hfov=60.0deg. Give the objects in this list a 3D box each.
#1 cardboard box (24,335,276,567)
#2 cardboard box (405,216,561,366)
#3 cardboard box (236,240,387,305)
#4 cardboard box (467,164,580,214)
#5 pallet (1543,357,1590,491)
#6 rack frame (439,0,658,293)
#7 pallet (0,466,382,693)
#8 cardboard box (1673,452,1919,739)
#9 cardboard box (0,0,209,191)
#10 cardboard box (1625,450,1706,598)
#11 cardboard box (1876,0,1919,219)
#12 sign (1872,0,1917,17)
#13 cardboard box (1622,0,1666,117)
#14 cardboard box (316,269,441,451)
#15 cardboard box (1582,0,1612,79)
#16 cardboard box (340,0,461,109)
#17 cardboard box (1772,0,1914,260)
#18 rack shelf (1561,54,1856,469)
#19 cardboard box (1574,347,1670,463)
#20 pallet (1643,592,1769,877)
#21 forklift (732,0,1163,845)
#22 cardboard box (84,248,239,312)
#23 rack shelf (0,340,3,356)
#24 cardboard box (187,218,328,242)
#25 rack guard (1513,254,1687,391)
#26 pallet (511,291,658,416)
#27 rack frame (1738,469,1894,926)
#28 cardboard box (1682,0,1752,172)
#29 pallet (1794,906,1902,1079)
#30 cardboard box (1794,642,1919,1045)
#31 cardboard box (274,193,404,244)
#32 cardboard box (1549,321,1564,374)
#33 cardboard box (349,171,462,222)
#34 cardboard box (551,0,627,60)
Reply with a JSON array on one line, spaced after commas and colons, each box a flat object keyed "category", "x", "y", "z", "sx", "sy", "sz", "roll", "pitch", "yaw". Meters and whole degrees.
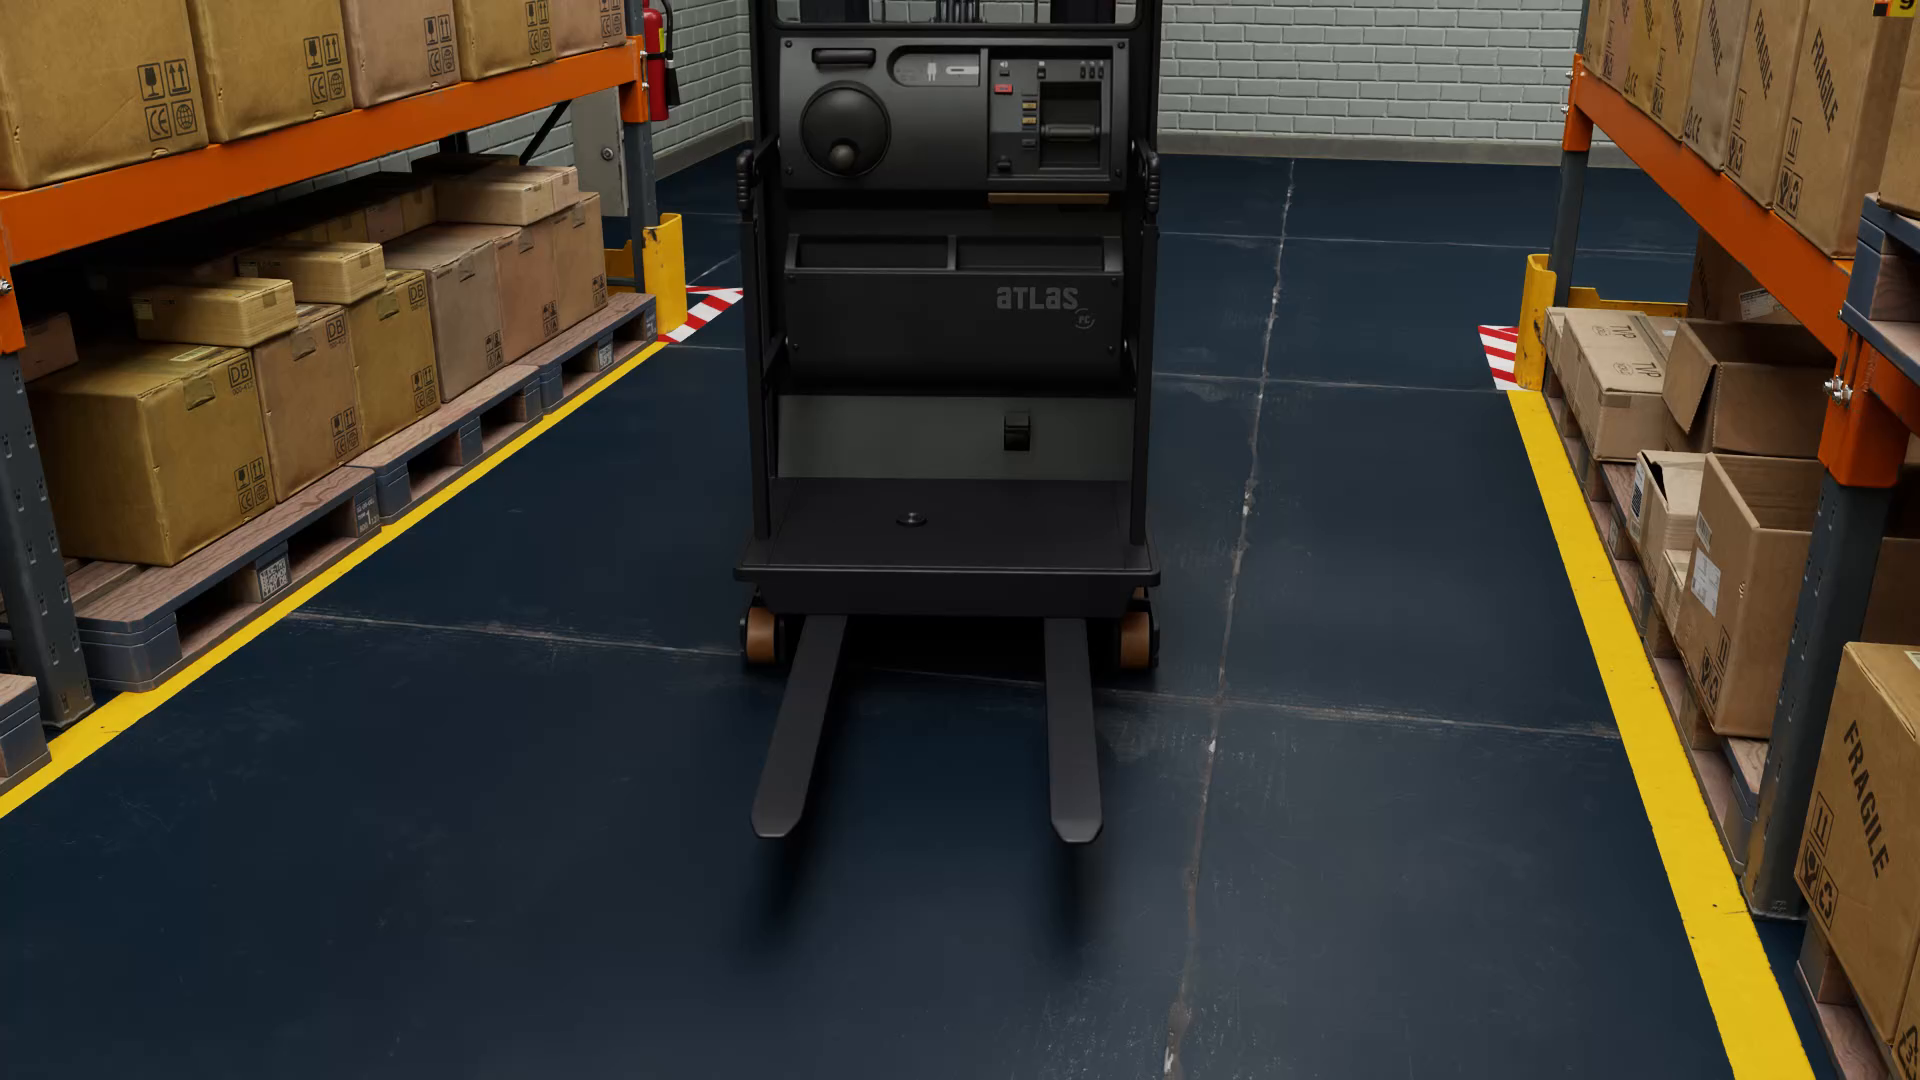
[{"category": "cardboard box", "x": -2.468, "y": -0.273, "z": 4.801, "sx": 0.700, "sy": 0.500, "sz": 0.500, "roll": 5, "pitch": 22, "yaw": 12}, {"category": "cardboard box", "x": -2.052, "y": -1.024, "z": 6.664, "sx": 0.700, "sy": 0.500, "sz": 0.500, "roll": 4, "pitch": 22, "yaw": 11}, {"category": "cardboard box", "x": -2.113, "y": -0.876, "z": 5.430, "sx": 0.380, "sy": 0.149, "sz": 0.250, "roll": 4, "pitch": 22, "yaw": 9}, {"category": "cardboard box", "x": -1.797, "y": -1.447, "z": 6.846, "sx": 0.380, "sy": 0.149, "sz": 0.250, "roll": 4, "pitch": 22, "yaw": 10}, {"category": "pallet", "x": 2.768, "y": -0.446, "z": 6.178, "sx": 1.003, "sy": 0.211, "sz": 1.213, "roll": 4, "pitch": 22, "yaw": 11}, {"category": "rack frame", "x": -1.905, "y": -2.435, "z": 7.385, "sx": 1.000, "sy": 3.000, "sz": 0.127, "roll": 4, "pitch": 22, "yaw": 11}, {"category": "pallet", "x": -2.489, "y": 0.049, "z": 4.949, "sx": 1.003, "sy": 0.211, "sz": 1.213, "roll": 4, "pitch": 22, "yaw": 11}, {"category": "cardboard box", "x": 1.968, "y": 0.129, "z": 3.774, "sx": 0.500, "sy": 0.500, "sz": 0.500, "roll": 4, "pitch": 22, "yaw": 11}, {"category": "cardboard box", "x": -2.594, "y": -1.309, "z": 4.186, "sx": 0.980, "sy": 0.700, "sz": 0.700, "roll": 5, "pitch": 22, "yaw": 12}, {"category": "cardboard box", "x": 2.121, "y": -0.057, "z": 4.491, "sx": 0.500, "sy": 0.311, "sz": 0.500, "roll": 4, "pitch": 22, "yaw": 11}, {"category": "cardboard box", "x": 1.814, "y": -0.681, "z": 2.333, "sx": 0.700, "sy": 0.500, "sz": 0.500, "roll": -3, "pitch": 22, "yaw": -7}, {"category": "sign", "x": 1.597, "y": -1.036, "z": 2.752, "sx": 0.100, "sy": 0.325, "sz": 0.005, "roll": 4, "pitch": 22, "yaw": 11}, {"category": "cardboard box", "x": 2.391, "y": -1.591, "z": 5.154, "sx": 0.500, "sy": 0.500, "sz": 0.500, "roll": 4, "pitch": 22, "yaw": 11}, {"category": "cardboard box", "x": -2.255, "y": -0.644, "z": 5.722, "sx": 0.700, "sy": 0.500, "sz": 0.500, "roll": 5, "pitch": 22, "yaw": 12}, {"category": "cardboard box", "x": 2.597, "y": -1.963, "z": 6.079, "sx": 0.500, "sy": 0.500, "sz": 0.500, "roll": 5, "pitch": 22, "yaw": 12}, {"category": "cardboard box", "x": -2.301, "y": -1.842, "z": 5.510, "sx": 0.980, "sy": 0.700, "sz": 0.700, "roll": 3, "pitch": 22, "yaw": 8}, {"category": "cardboard box", "x": 1.980, "y": -0.845, "z": 3.302, "sx": 0.500, "sy": 0.500, "sz": 0.500, "roll": 5, "pitch": 22, "yaw": 12}, {"category": "rack shelf", "x": 2.537, "y": -0.994, "z": 4.769, "sx": 1.077, "sy": 0.370, "sz": 4.000, "roll": 4, "pitch": 22, "yaw": 11}, {"category": "cardboard box", "x": 2.353, "y": -0.445, "z": 5.534, "sx": 0.500, "sy": 0.250, "sz": 0.500, "roll": 4, "pitch": 22, "yaw": 11}, {"category": "pallet", "x": 2.270, "y": 0.446, "z": 3.963, "sx": 1.003, "sy": 0.211, "sz": 1.213, "roll": 4, "pitch": 22, "yaw": 11}, {"category": "forklift", "x": -0.021, "y": -1.126, "z": 4.227, "sx": 1.130, "sy": 2.935, "sz": 3.031, "roll": 1, "pitch": 22, "yaw": 2}, {"category": "cardboard box", "x": -2.533, "y": -0.826, "z": 5.304, "sx": 0.380, "sy": 0.149, "sz": 0.250, "roll": 4, "pitch": 22, "yaw": 9}, {"category": "rack shelf", "x": -3.129, "y": 0.093, "z": 2.071, "sx": 1.077, "sy": 0.370, "sz": 4.000, "roll": 4, "pitch": 22, "yaw": 11}, {"category": "cardboard box", "x": -2.429, "y": -1.012, "z": 5.768, "sx": 0.380, "sy": 0.149, "sz": 0.250, "roll": 4, "pitch": 22, "yaw": 10}, {"category": "rack guard", "x": 2.930, "y": -0.872, "z": 6.849, "sx": 1.175, "sy": 0.500, "sz": 0.348, "roll": 4, "pitch": 22, "yaw": 11}, {"category": "pallet", "x": -1.991, "y": -0.843, "z": 7.165, "sx": 1.003, "sy": 0.211, "sz": 1.213, "roll": 4, "pitch": 22, "yaw": 11}, {"category": "rack frame", "x": 2.129, "y": -0.596, "z": 2.818, "sx": 1.000, "sy": 3.000, "sz": 0.127, "roll": 4, "pitch": 22, "yaw": 11}, {"category": "cardboard box", "x": 2.187, "y": -1.221, "z": 4.237, "sx": 0.500, "sy": 0.500, "sz": 0.500, "roll": 5, "pitch": 22, "yaw": 12}, {"category": "pallet", "x": 2.000, "y": 0.998, "z": 2.593, "sx": 1.003, "sy": 0.211, "sz": 1.213, "roll": 4, "pitch": 22, "yaw": 11}, {"category": "cardboard box", "x": 1.792, "y": 0.518, "z": 2.810, "sx": 0.500, "sy": 0.500, "sz": 0.500, "roll": 3, "pitch": 22, "yaw": 8}, {"category": "cardboard box", "x": -2.325, "y": -1.199, "z": 6.230, "sx": 0.380, "sy": 0.149, "sz": 0.250, "roll": 5, "pitch": 22, "yaw": 12}, {"category": "cardboard box", "x": 2.473, "y": -0.730, "z": 6.355, "sx": 0.380, "sy": 0.166, "sz": 0.250, "roll": 4, "pitch": 22, "yaw": 11}, {"category": "cardboard box", "x": -2.222, "y": -1.383, "z": 6.689, "sx": 0.380, "sy": 0.149, "sz": 0.250, "roll": 5, "pitch": 22, "yaw": 11}, {"category": "cardboard box", "x": -1.999, "y": -2.387, "z": 6.864, "sx": 0.980, "sy": 0.700, "sz": 0.700, "roll": 5, "pitch": 23, "yaw": 13}]
